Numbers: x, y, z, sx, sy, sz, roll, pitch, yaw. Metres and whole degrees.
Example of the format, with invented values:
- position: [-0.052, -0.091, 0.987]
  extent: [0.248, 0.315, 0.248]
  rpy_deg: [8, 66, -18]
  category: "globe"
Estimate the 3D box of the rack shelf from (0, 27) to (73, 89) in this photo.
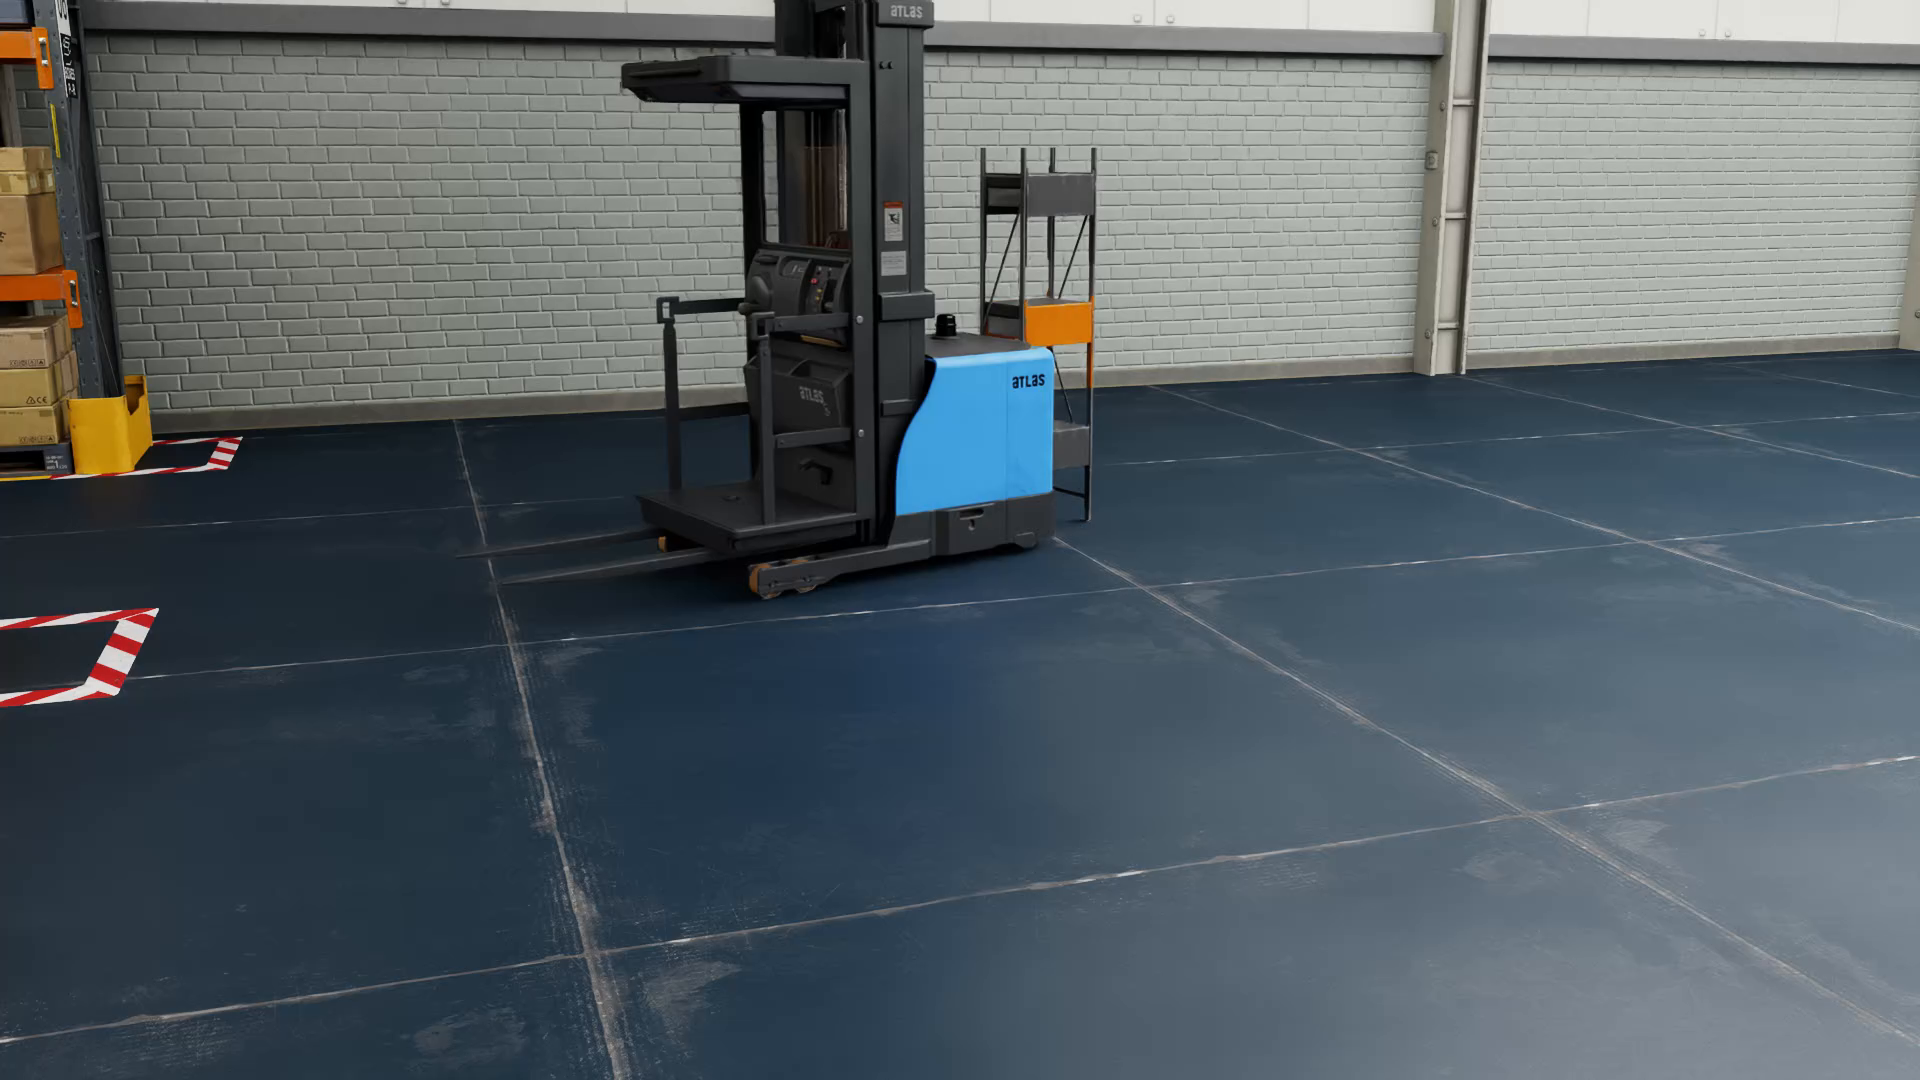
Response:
- position: [-7.762, -2.983, 10.276]
  extent: [4.000, 0.370, 1.077]
  rpy_deg: [-4, 14, -18]
  category: "rack shelf"

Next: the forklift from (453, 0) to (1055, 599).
- position: [-0.984, -1.282, 8.197]
  extent: [3.031, 2.935, 1.130]
  rpy_deg: [-9, 16, -34]
  category: "forklift"

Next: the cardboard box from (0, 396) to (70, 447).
- position: [-6.211, -0.784, 10.993]
  extent: [0.500, 0.250, 0.500]
  rpy_deg: [-4, 14, -18]
  category: "cardboard box"

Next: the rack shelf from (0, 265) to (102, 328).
- position: [-7.762, -1.524, 10.623]
  extent: [4.000, 0.370, 1.077]
  rpy_deg: [-4, 14, -18]
  category: "rack shelf"

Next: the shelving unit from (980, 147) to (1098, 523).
- position: [0.431, -1.127, 9.345]
  extent: [0.503, 2.100, 0.431]
  rpy_deg: [-9, 16, -34]
  category: "shelving unit"

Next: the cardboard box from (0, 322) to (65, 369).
- position: [-6.203, -1.272, 10.883]
  extent: [0.500, 0.250, 0.500]
  rpy_deg: [-4, 14, -16]
  category: "cardboard box"

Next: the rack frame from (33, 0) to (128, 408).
- position: [-5.866, -2.022, 11.160]
  extent: [0.127, 3.000, 1.000]
  rpy_deg: [-4, 14, -18]
  category: "rack frame"

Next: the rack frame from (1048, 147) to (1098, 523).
- position: [0.630, -1.160, 9.483]
  extent: [0.015, 2.100, 0.400]
  rpy_deg: [-9, 16, -34]
  category: "rack frame"

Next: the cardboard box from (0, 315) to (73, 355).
- position: [-6.382, -1.381, 11.339]
  extent: [0.500, 0.250, 0.500]
  rpy_deg: [-5, 14, -19]
  category: "cardboard box"

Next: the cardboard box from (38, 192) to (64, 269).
- position: [-6.425, -2.095, 11.251]
  extent: [0.500, 0.500, 0.500]
  rpy_deg: [-4, 14, -16]
  category: "cardboard box"

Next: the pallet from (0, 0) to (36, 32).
- position: [-6.545, -3.391, 10.628]
  extent: [1.213, 0.211, 1.003]
  rpy_deg: [-4, 14, -18]
  category: "pallet"

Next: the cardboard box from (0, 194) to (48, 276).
- position: [-6.249, -1.976, 10.754]
  extent: [0.500, 0.500, 0.500]
  rpy_deg: [-5, 14, -19]
  category: "cardboard box"

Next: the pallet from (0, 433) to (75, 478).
- position: [-6.578, -0.600, 11.207]
  extent: [1.213, 0.211, 1.003]
  rpy_deg: [-4, 14, -18]
  category: "pallet"

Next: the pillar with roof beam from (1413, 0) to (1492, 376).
- position: [5.933, -5.028, 10.835]
  extent: [0.400, 9.000, 9.100]
  rpy_deg: [-4, 14, -18]
  category: "pillar with roof beam"

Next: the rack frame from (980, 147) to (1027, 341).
- position: [0.233, -1.095, 9.207]
  extent: [0.015, 2.100, 0.400]
  rpy_deg: [-9, 16, -34]
  category: "rack frame"

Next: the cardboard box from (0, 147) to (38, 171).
- position: [-6.139, -2.458, 10.734]
  extent: [0.250, 0.149, 0.380]
  rpy_deg: [-4, 14, -18]
  category: "cardboard box"

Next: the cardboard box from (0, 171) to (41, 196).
- position: [-6.106, -2.299, 10.707]
  extent: [0.250, 0.149, 0.380]
  rpy_deg: [-4, 14, -17]
  category: "cardboard box"

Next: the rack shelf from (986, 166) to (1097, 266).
- position: [0.431, -1.795, 9.186]
  extent: [0.480, 0.518, 0.431]
  rpy_deg: [-9, 16, -34]
  category: "rack shelf"

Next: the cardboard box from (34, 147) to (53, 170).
- position: [-6.253, -2.553, 11.132]
  extent: [0.250, 0.149, 0.380]
  rpy_deg: [-5, 14, -19]
  category: "cardboard box"

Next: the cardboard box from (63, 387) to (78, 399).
- position: [-6.394, -0.895, 11.458]
  extent: [0.500, 0.250, 0.500]
  rpy_deg: [-4, 14, -18]
  category: "cardboard box"

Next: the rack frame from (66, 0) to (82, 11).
- position: [-5.866, -4.940, 10.466]
  extent: [0.127, 3.000, 1.000]
  rpy_deg: [-4, 14, -18]
  category: "rack frame"

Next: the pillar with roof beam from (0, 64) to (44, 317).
- position: [-5.441, -4.142, 7.111]
  extent: [0.400, 9.000, 9.100]
  rpy_deg: [-4, 14, -18]
  category: "pillar with roof beam"

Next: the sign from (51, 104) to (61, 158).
- position: [-5.707, -2.580, 10.494]
  extent: [0.005, 0.325, 0.100]
  rpy_deg: [-4, 14, -18]
  category: "sign"

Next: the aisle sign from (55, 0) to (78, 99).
- position: [-5.710, -3.227, 10.609]
  extent: [0.004, 0.787, 0.394]
  rpy_deg: [-4, 14, -18]
  category: "aisle sign"

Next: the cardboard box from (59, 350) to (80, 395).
- position: [-6.378, -1.142, 11.417]
  extent: [0.500, 0.250, 0.500]
  rpy_deg: [-4, 14, -17]
  category: "cardboard box"

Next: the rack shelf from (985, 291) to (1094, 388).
- position: [0.431, -1.114, 9.348]
  extent: [0.480, 0.518, 0.431]
  rpy_deg: [-9, 16, -34]
  category: "rack shelf"

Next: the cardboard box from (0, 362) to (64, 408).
- position: [-6.228, -1.027, 10.933]
  extent: [0.500, 0.250, 0.500]
  rpy_deg: [-5, 14, -19]
  category: "cardboard box"

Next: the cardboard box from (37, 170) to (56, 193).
- position: [-6.271, -2.418, 11.207]
  extent: [0.250, 0.149, 0.380]
  rpy_deg: [-5, 14, -20]
  category: "cardboard box"

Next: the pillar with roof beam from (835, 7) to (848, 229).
- position: [0.246, -4.585, 8.973]
  extent: [0.400, 9.000, 9.100]
  rpy_deg: [-4, 14, -18]
  category: "pillar with roof beam"

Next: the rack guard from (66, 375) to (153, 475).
- position: [-5.844, -0.807, 11.457]
  extent: [0.348, 0.500, 1.175]
  rpy_deg: [-4, 14, -18]
  category: "rack guard"

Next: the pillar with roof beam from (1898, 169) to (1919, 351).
- position: [11.619, -5.471, 12.696]
  extent: [0.400, 9.000, 9.100]
  rpy_deg: [-4, 14, -18]
  category: "pillar with roof beam"

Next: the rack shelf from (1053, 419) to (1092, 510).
- position: [0.431, -0.433, 9.510]
  extent: [0.480, 0.518, 0.431]
  rpy_deg: [-9, 16, -34]
  category: "rack shelf"
